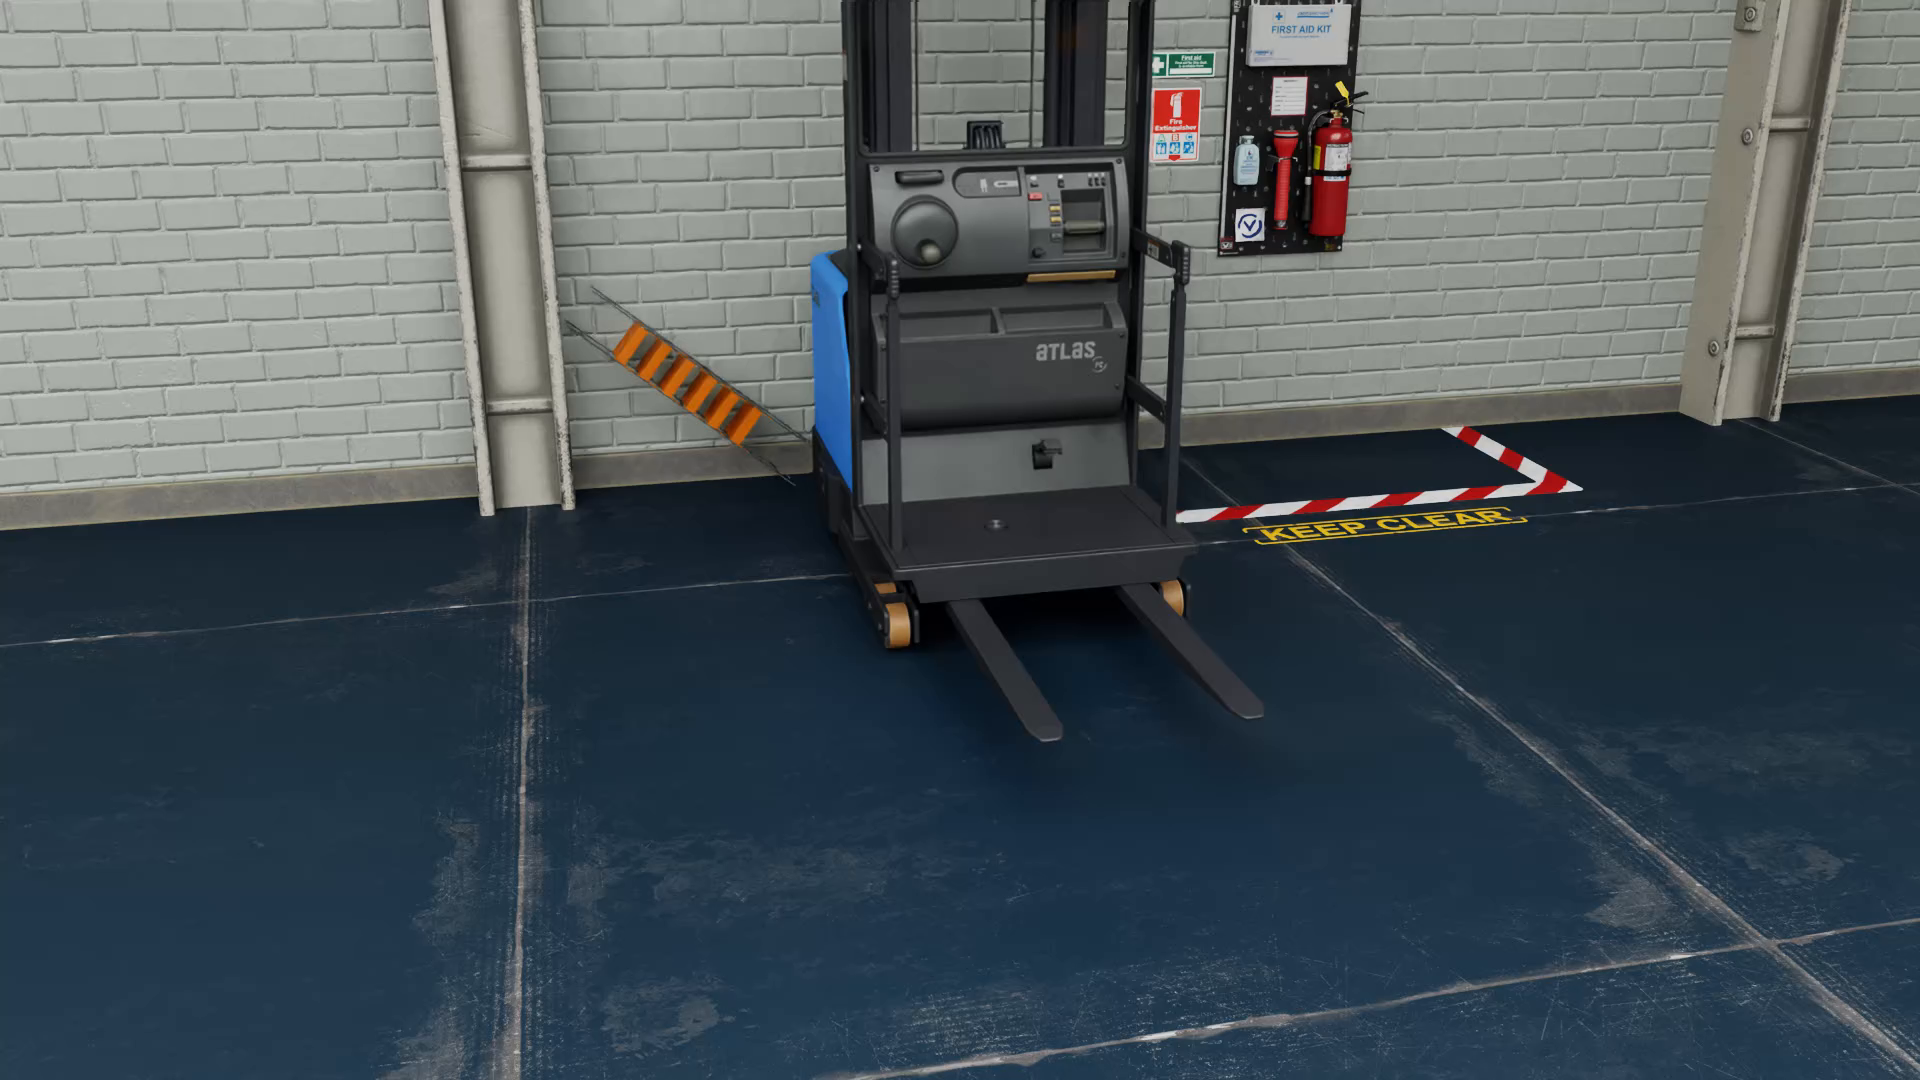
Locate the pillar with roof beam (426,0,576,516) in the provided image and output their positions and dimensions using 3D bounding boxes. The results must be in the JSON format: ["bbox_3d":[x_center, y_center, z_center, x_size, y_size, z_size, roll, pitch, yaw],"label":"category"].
[{"bbox_3d":[-0.896,-2.954,1.795,0.400,9.000,9.100,-5,21,-12],"label":"pillar with roof beam"}]

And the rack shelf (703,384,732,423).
[{"bbox_3d":[-1.055,-0.592,7.318,0.034,0.171,0.221,36,3,-20],"label":"rack shelf"}]

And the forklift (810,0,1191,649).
[{"bbox_3d":[0.197,-1.139,5.664,1.130,2.935,3.031,-5,21,-13],"label":"forklift"}]

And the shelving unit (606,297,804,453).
[{"bbox_3d":[-1.159,-0.668,7.271,1.046,0.183,0.258,36,3,-20],"label":"shelving unit"}]

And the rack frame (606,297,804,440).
[{"bbox_3d":[-1.105,-0.740,7.266,1.046,0.002,0.228,36,3,-20],"label":"rack frame"}]

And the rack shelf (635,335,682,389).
[{"bbox_3d":[-1.309,-0.774,7.204,0.103,0.180,0.258,36,3,-20],"label":"rack shelf"}]

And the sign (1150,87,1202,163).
[{"bbox_3d":[10.192,-0.621,4.008,16.451,0.391,11.513,-5,21,-12],"label":"sign"}]

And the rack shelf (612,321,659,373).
[{"bbox_3d":[-1.401,-0.839,7.162,0.103,0.180,0.258,36,3,-20],"label":"rack shelf"}]

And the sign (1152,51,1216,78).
[{"bbox_3d":[0.984,-2.124,7.429,0.331,0.109,0.001,-5,21,-12],"label":"sign"}]

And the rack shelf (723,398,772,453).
[{"bbox_3d":[-0.943,-0.512,7.368,0.103,0.180,0.258,36,3,-20],"label":"rack shelf"}]

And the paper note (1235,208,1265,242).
[{"bbox_3d":[1.351,-1.465,7.735,0.142,0.148,0.016,-5,21,-12],"label":"paper note"}]
